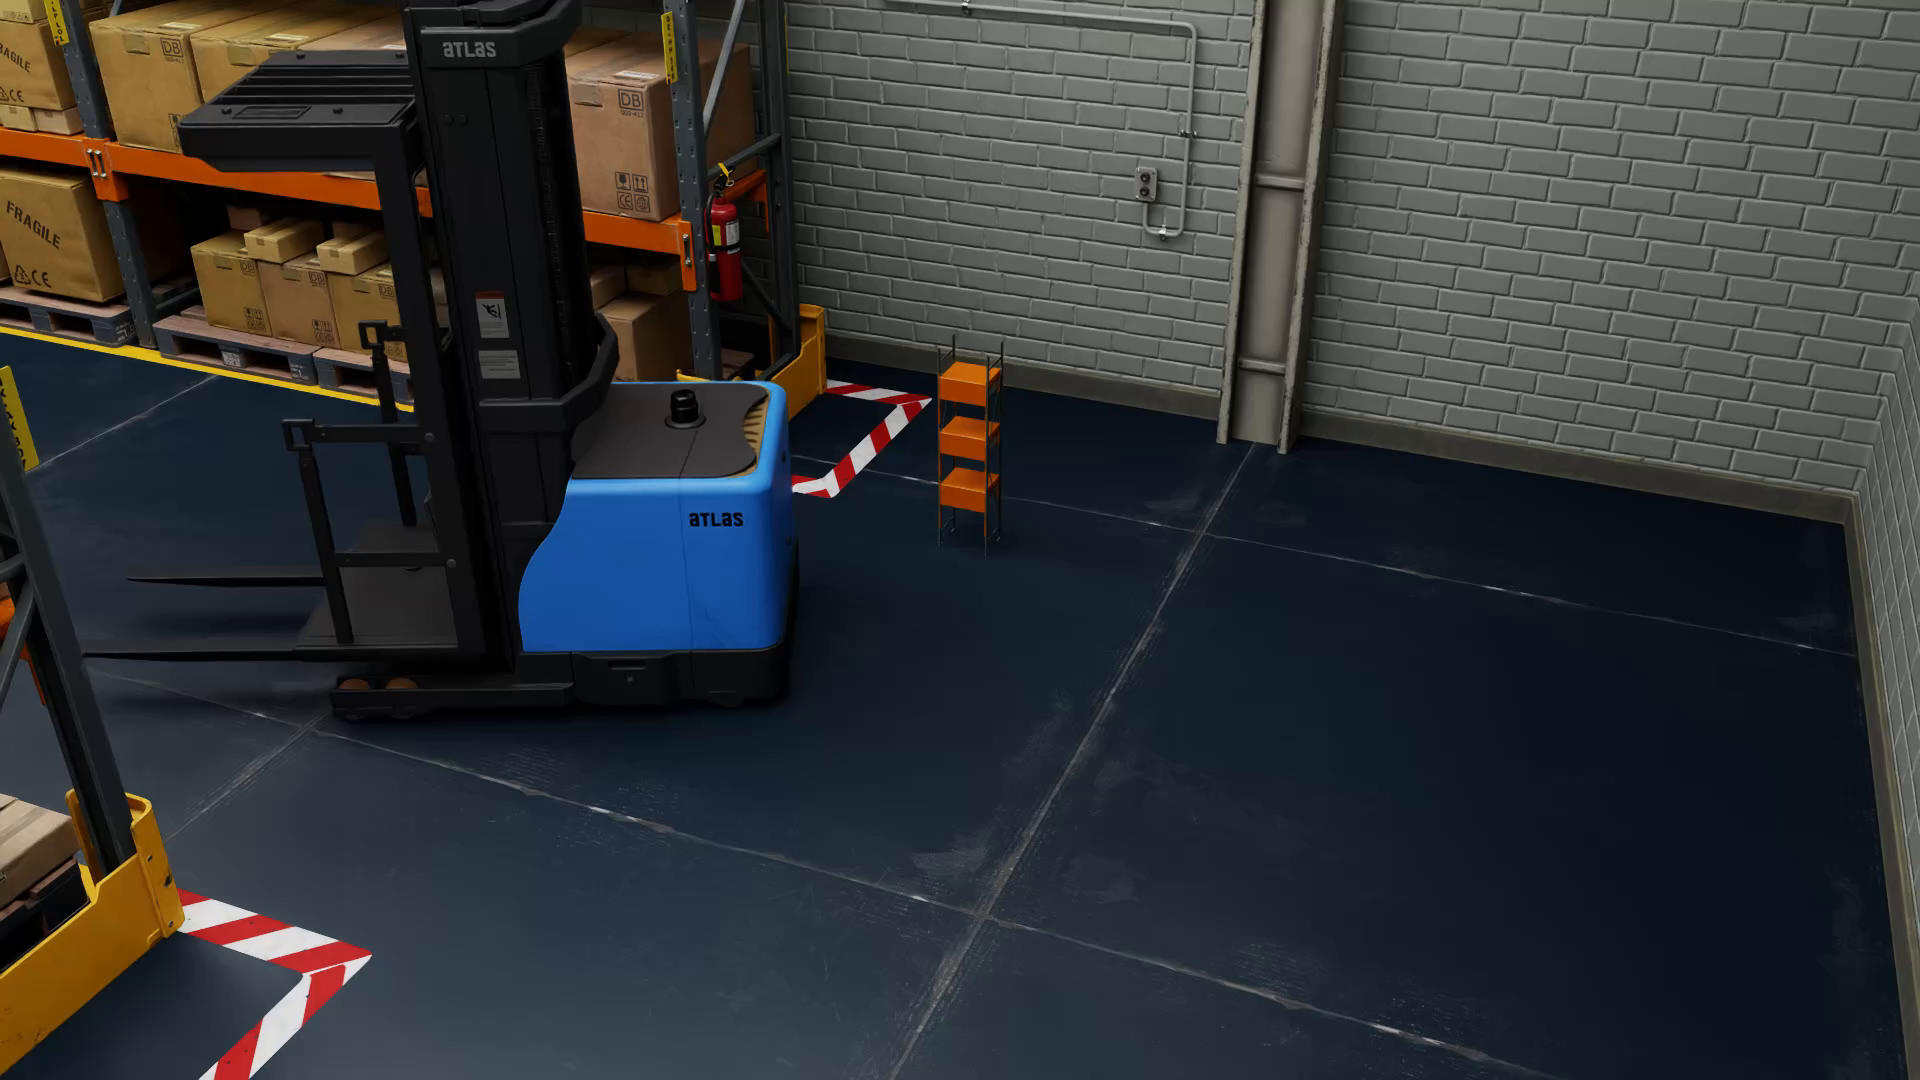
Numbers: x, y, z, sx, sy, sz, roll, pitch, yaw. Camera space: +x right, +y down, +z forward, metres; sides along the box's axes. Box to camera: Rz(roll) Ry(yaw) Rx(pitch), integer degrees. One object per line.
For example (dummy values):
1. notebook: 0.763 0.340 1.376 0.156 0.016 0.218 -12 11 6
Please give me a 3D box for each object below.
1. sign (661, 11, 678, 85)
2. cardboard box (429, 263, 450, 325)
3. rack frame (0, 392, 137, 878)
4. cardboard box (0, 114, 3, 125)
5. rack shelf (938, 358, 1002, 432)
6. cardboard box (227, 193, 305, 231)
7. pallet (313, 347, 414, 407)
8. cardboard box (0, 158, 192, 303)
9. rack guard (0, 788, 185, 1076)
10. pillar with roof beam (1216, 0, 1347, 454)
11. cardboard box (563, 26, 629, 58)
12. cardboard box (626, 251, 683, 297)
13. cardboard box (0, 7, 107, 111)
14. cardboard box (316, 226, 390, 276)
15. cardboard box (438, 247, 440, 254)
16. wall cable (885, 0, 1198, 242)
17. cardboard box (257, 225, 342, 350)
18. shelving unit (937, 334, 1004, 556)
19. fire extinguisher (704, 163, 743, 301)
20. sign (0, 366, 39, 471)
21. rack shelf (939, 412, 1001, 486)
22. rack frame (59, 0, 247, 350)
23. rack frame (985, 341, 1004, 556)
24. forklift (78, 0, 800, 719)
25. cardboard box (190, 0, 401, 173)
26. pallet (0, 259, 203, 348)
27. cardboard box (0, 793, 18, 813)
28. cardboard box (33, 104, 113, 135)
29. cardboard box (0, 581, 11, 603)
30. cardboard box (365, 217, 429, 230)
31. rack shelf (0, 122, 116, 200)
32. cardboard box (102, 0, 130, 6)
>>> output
1. sign: -1.384 -2.348 7.938 0.005 0.325 0.100 11 31 19
2. cardboard box: -2.783 -1.349 9.702 0.500 0.500 0.700 10 31 17
3. rack frame: -3.026 0.274 4.717 0.127 3.000 1.000 11 31 19
4. cardboard box: -5.759 -2.663 10.147 0.250 0.149 0.380 12 32 21
5. rack shelf: 0.050 -0.685 7.840 0.240 0.259 0.215 11 31 19
6. cardboard box: -4.279 -2.035 10.256 0.250 0.149 0.380 11 31 19
7. pallet: -3.064 -1.110 10.000 1.213 0.211 1.003 11 31 19
8. cardboard box: -5.525 -2.033 10.557 0.750 0.750 0.750 12 32 20
9. rack guard: -3.096 1.348 5.357 0.348 0.500 1.175 11 31 19
10. pillar with roof beam: 0.042 -2.529 3.579 0.400 9.000 9.100 11 31 19
11. cardboard box: -2.322 -2.335 9.028 0.700 0.700 0.980 11 31 19
12. cardboard box: -1.662 -1.514 9.335 0.250 0.149 0.380 12 31 19
13. cardboard box: -5.396 -2.878 9.868 0.500 0.500 0.500 11 31 18
14. cardboard box: -3.487 -1.674 9.618 0.250 0.149 0.380 10 31 18
15. cardboard box: -2.838 -1.748 9.749 0.250 0.149 0.380 12 31 20
16. wall cable: 0.375 -2.622 8.808 1.851 1.984 0.084 11 31 19
17. cardboard box: -3.755 -1.540 10.041 0.500 0.500 0.700 11 31 19
18. shelving unit: 0.050 -0.447 7.974 0.252 1.050 0.215 11 31 19
19. fire extinguisher: -1.201 -1.551 8.403 0.183 0.674 0.296 11 31 19
20. sign: -2.822 -0.350 4.942 0.005 0.325 0.100 11 31 19
21. rack shelf: 0.050 -0.438 7.979 0.240 0.259 0.215 11 31 19
22. rack frame: -4.873 -2.725 10.023 0.127 3.000 1.000 11 31 19
23. rack frame: 0.163 -0.425 7.934 0.008 1.050 0.200 11 31 19
24. forklift: -2.251 -0.793 6.675 3.031 2.935 1.130 -1 29 -1
25. cardboard box: -3.703 -2.611 9.516 0.700 0.700 0.980 10 31 18
26. pallet: -5.617 -1.620 10.901 1.213 0.211 1.003 11 31 19
27. cardboard box: -3.516 1.035 5.802 0.250 0.166 0.380 11 31 19
28. cardboard box: -5.293 -2.558 9.963 0.250 0.149 0.380 12 31 20
29. cardboard box: -3.338 0.028 5.050 0.500 0.500 0.500 12 32 20
30. cardboard box: -3.312 -1.843 9.916 0.250 0.149 0.380 12 31 20
31. rack shelf: -6.727 -2.782 10.855 4.000 0.370 1.077 11 31 19
32. cardboard box: -5.202 -3.438 10.097 0.500 0.250 0.500 12 32 21
